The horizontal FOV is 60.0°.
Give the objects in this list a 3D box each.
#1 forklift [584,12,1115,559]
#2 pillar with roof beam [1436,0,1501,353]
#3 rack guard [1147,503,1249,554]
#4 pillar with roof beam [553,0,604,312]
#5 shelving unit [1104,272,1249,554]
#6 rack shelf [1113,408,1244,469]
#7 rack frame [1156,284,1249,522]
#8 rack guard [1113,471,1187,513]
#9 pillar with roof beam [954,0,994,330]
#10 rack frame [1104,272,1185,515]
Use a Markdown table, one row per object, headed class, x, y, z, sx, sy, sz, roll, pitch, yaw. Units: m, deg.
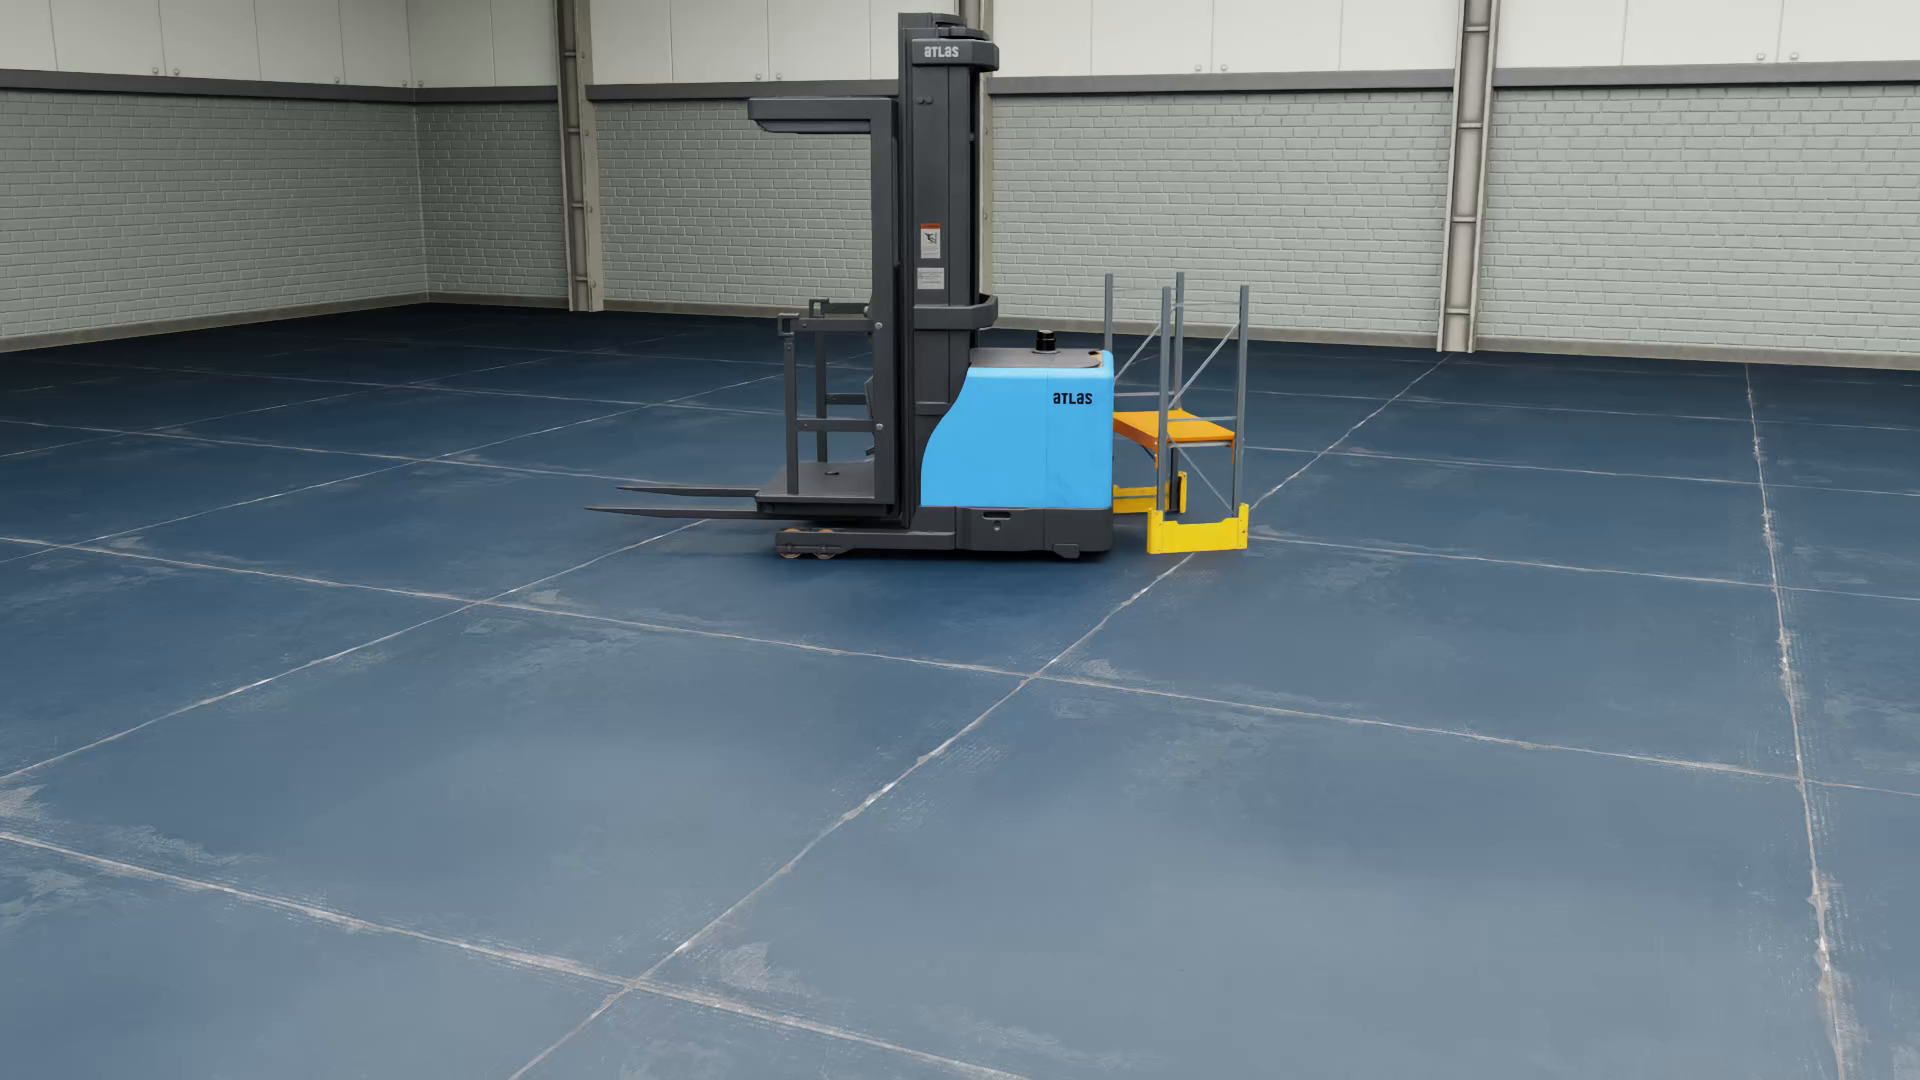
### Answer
| class | x | y | z | sx | sy | sz | roll | pitch | yaw |
| --- | --- | --- | --- | --- | --- | --- | --- | --- | --- |
| forklift | -0.624 | -1.439 | 9.473 | 3.031 | 2.935 | 1.130 | 1 | 13 | 5 |
| pillar with roof beam | 3.913 | -5.642 | 14.100 | 0.400 | 9.000 | 9.100 | 6 | 14 | 23 |
| rack guard | 1.357 | -0.066 | 9.490 | 0.587 | 0.250 | 0.087 | -3 | 14 | -13 |
| pillar with roof beam | -7.058 | -6.752 | 18.832 | 0.400 | 9.000 | 9.100 | 6 | 14 | 23 |
| shelving unit | 1.245 | -0.786 | 9.819 | 0.587 | 1.500 | 1.083 | -3 | 14 | -13 |
| rack shelf | 1.243 | -0.612 | 9.869 | 0.538 | 0.185 | 1.000 | -3 | 14 | -13 |
| rack frame | 1.357 | -0.674 | 9.346 | 0.500 | 1.500 | 0.032 | -3 | 14 | -13 |
| rack guard | 1.133 | -0.288 | 10.434 | 0.587 | 0.250 | 0.087 | -3 | 14 | -13 |
| pillar with roof beam | -1.573 | -6.197 | 16.466 | 0.400 | 9.000 | 9.100 | 6 | 14 | 23 |
| rack frame | 1.129 | -0.901 | 10.310 | 0.500 | 1.500 | 0.032 | -3 | 14 | -13 |
